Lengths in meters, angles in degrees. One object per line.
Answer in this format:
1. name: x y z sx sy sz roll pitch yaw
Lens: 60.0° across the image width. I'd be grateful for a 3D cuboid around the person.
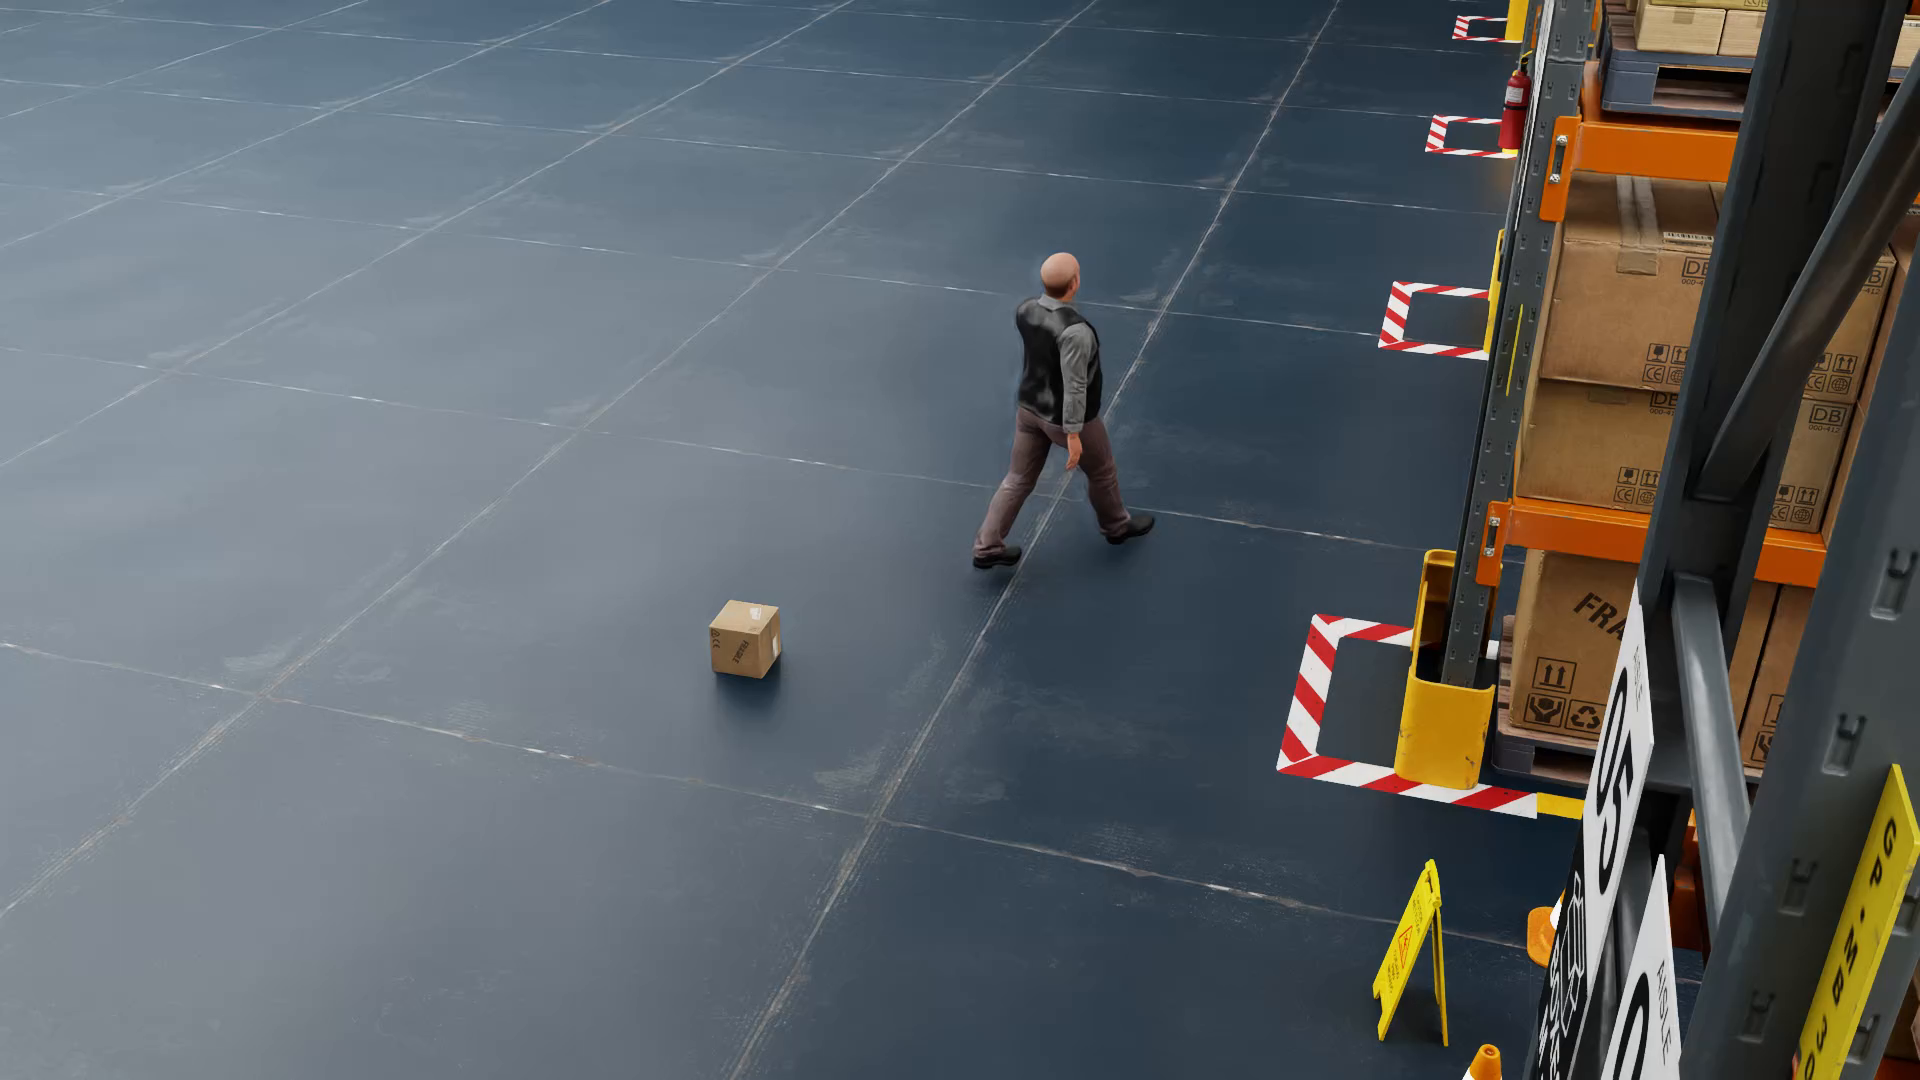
1. person: 0.529 -0.666 8.358 1.071 1.666 0.567 -24 37 -36
